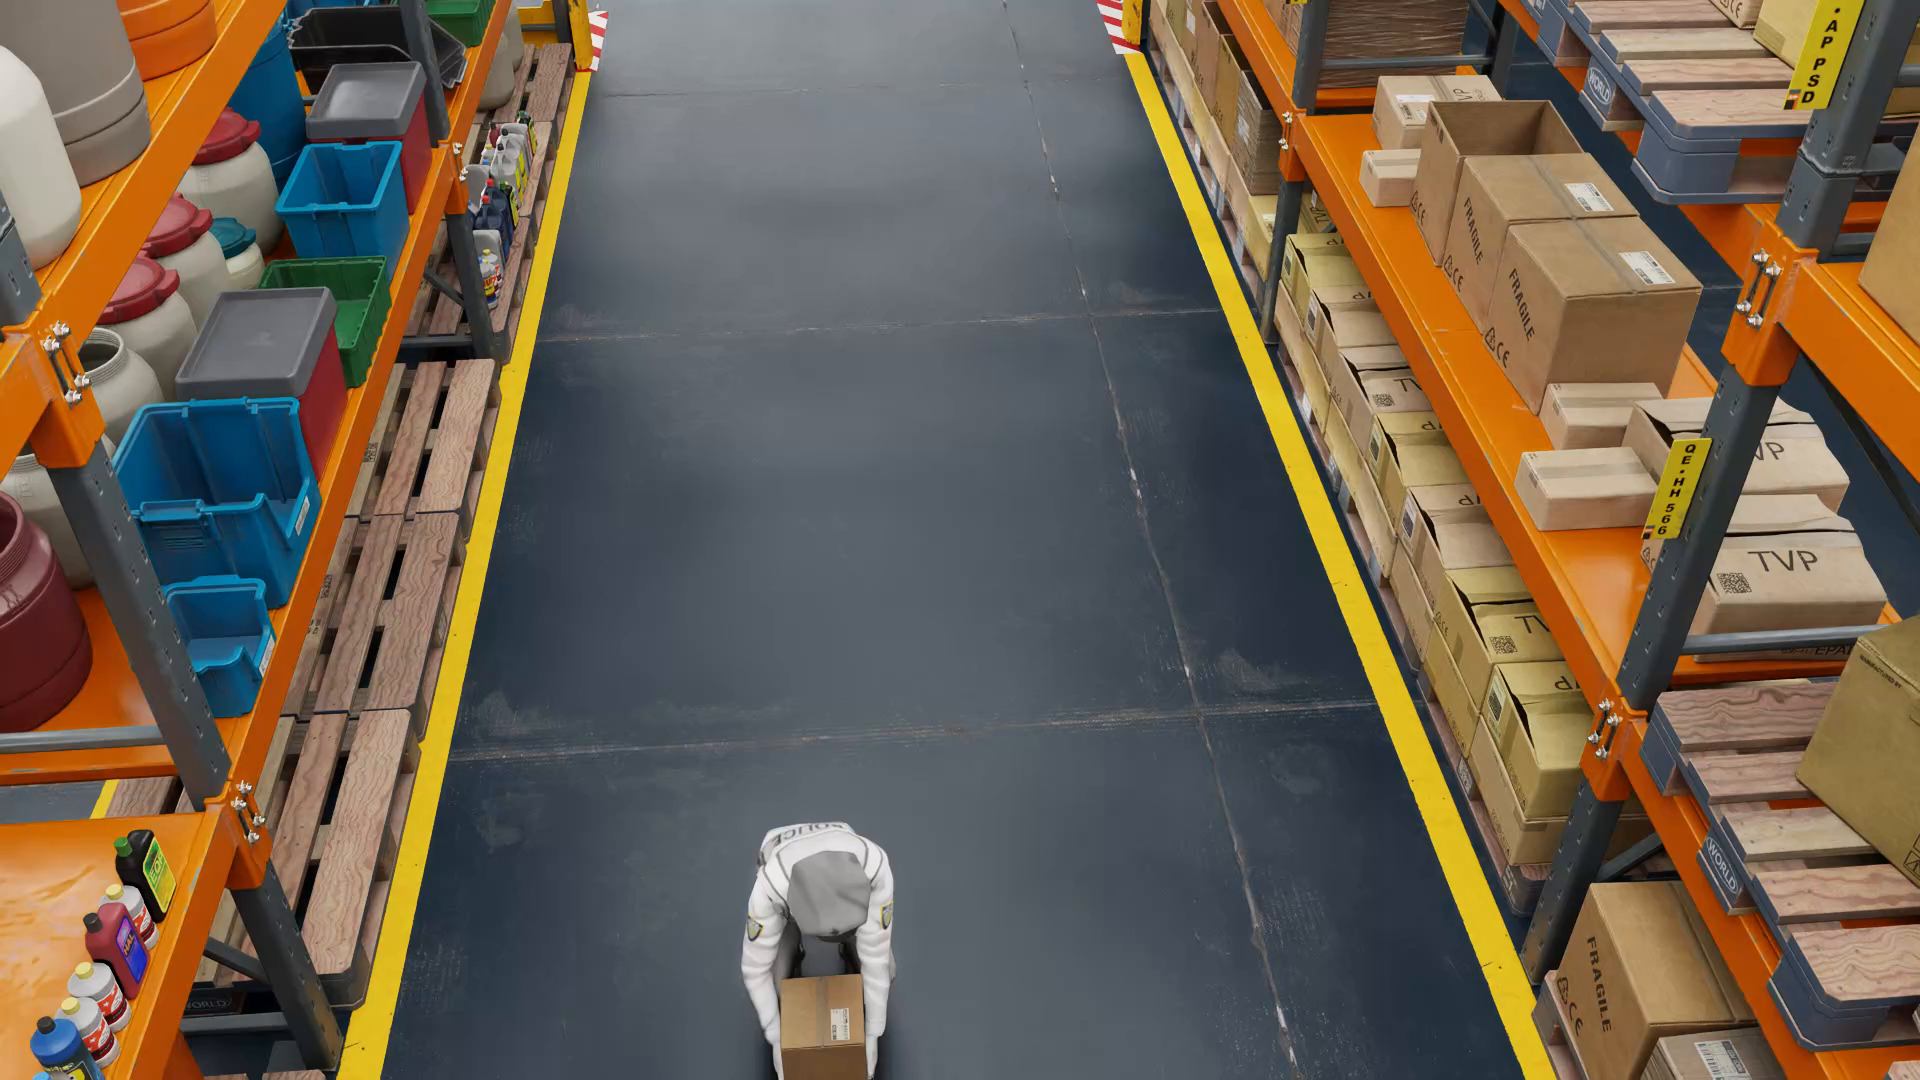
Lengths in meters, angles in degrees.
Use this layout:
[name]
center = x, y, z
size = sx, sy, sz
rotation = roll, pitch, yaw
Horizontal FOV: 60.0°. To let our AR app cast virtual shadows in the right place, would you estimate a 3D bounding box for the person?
[person]
center = -0.450, 1.197, 5.256
size = 0.486, 0.970, 0.827
rotation = -4, 39, -4
